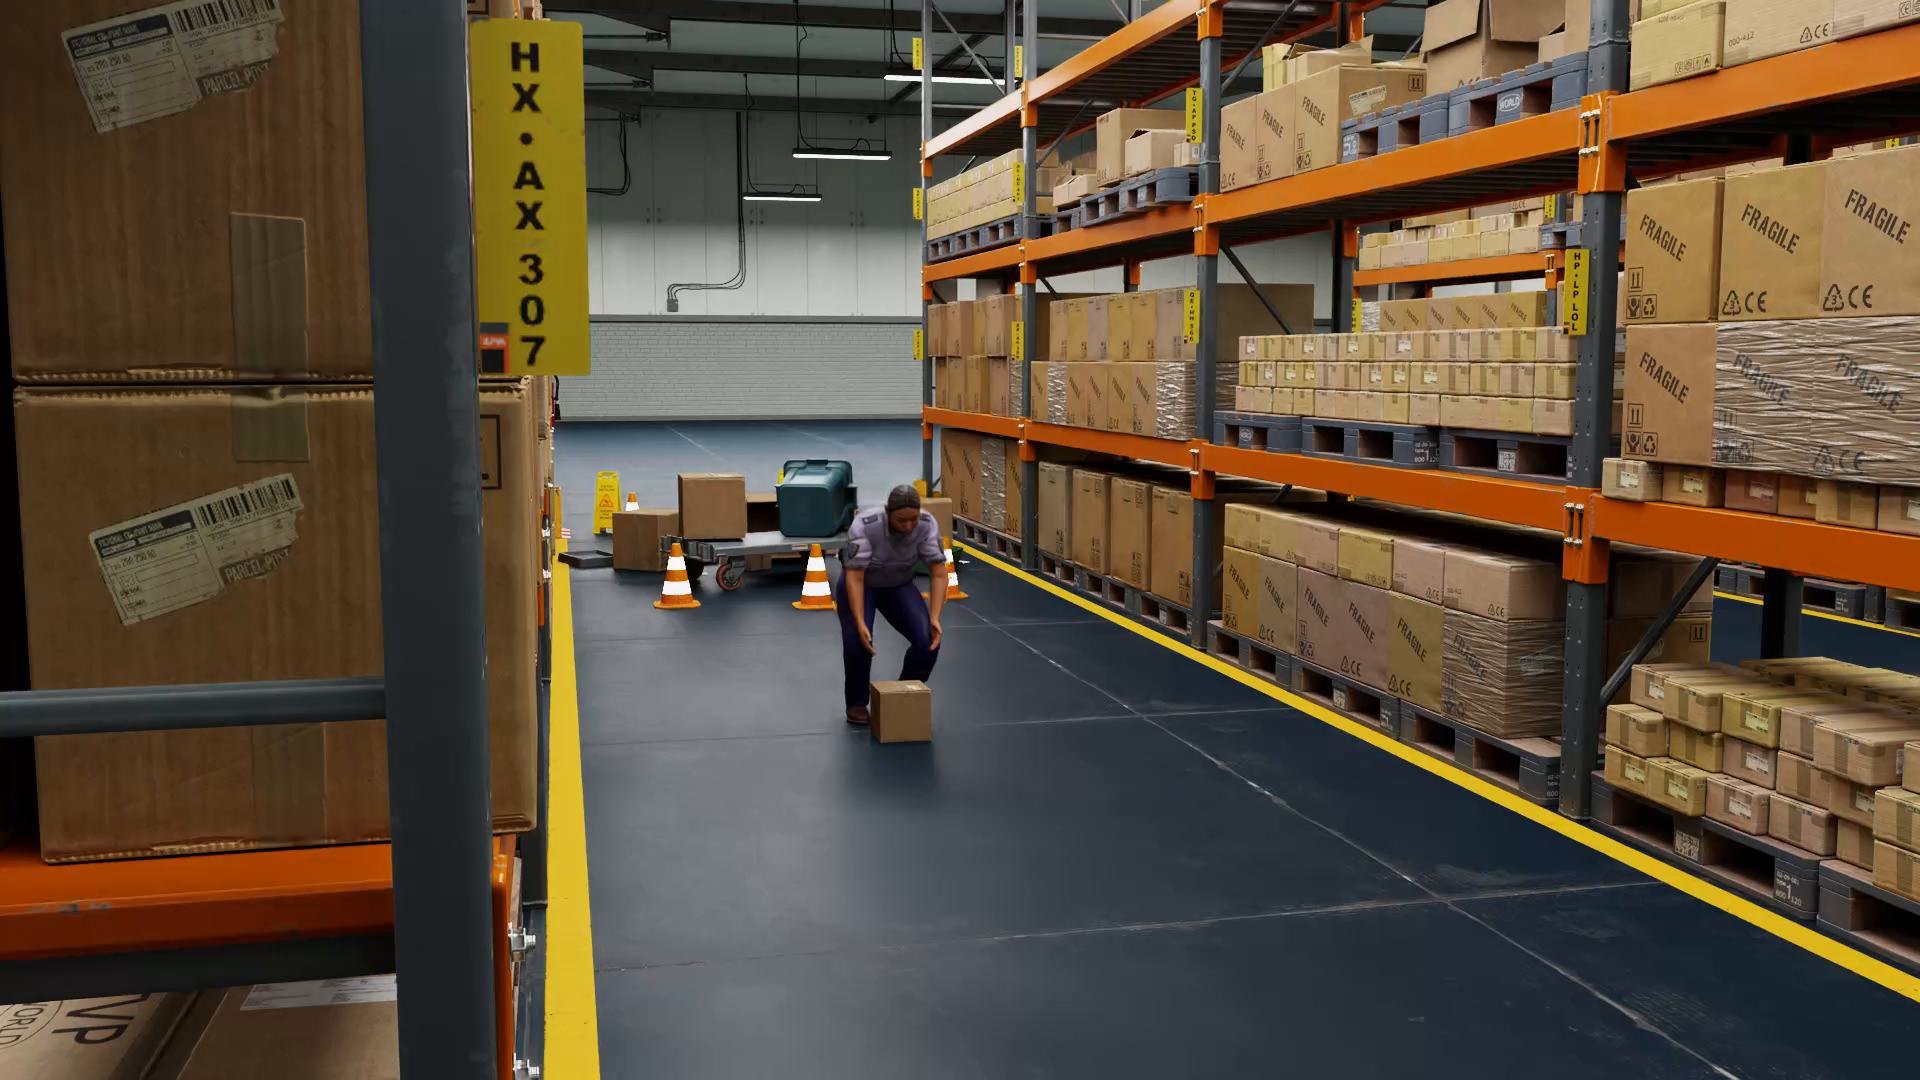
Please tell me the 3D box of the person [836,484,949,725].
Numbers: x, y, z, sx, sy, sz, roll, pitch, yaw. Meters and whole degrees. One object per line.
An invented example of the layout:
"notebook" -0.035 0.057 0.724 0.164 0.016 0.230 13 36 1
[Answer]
"person" -0.349 0.308 8.410 0.531 1.226 0.730 -2 6 -14
